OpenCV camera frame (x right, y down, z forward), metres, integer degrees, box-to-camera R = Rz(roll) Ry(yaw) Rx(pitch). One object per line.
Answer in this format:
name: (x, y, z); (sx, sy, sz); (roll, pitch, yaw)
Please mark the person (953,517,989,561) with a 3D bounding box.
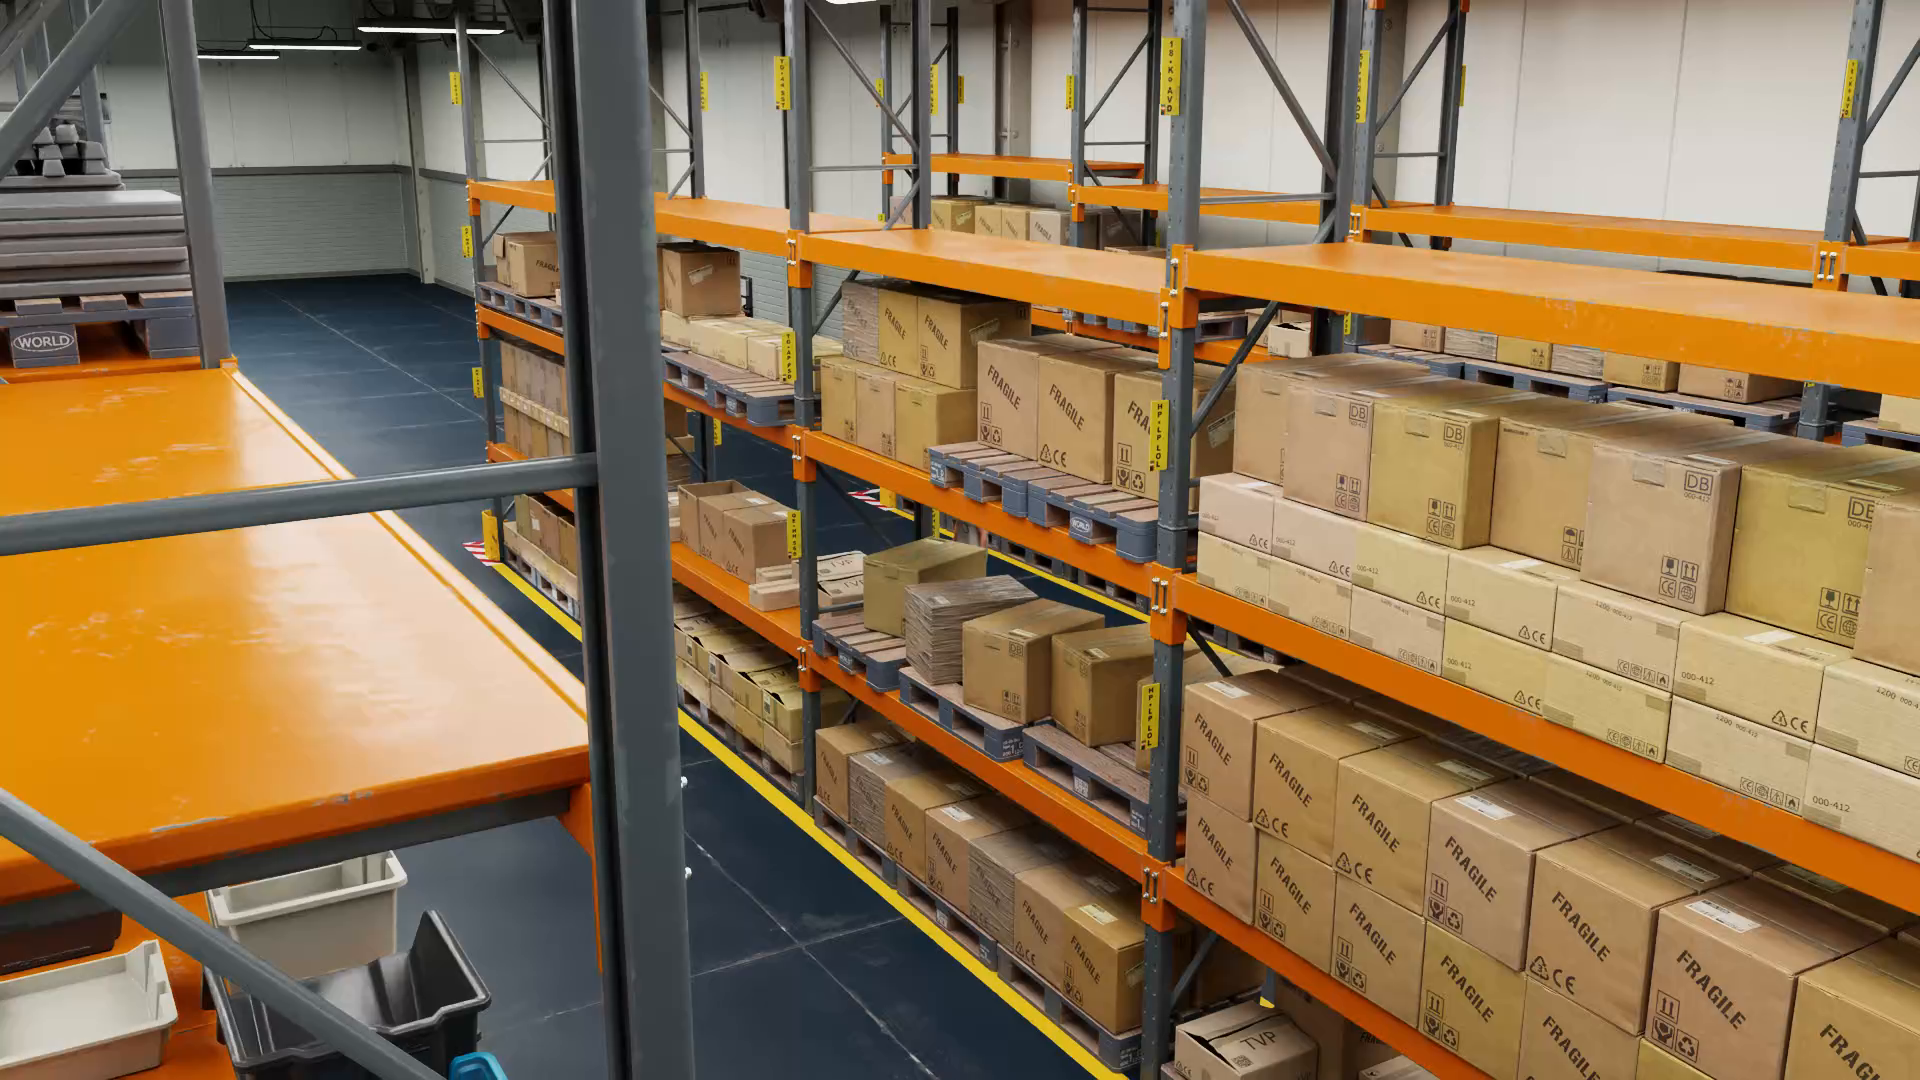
person: (0.075, 0.133, 15.518); (0.351, 1.672, 0.497); (-9, 17, -31)
